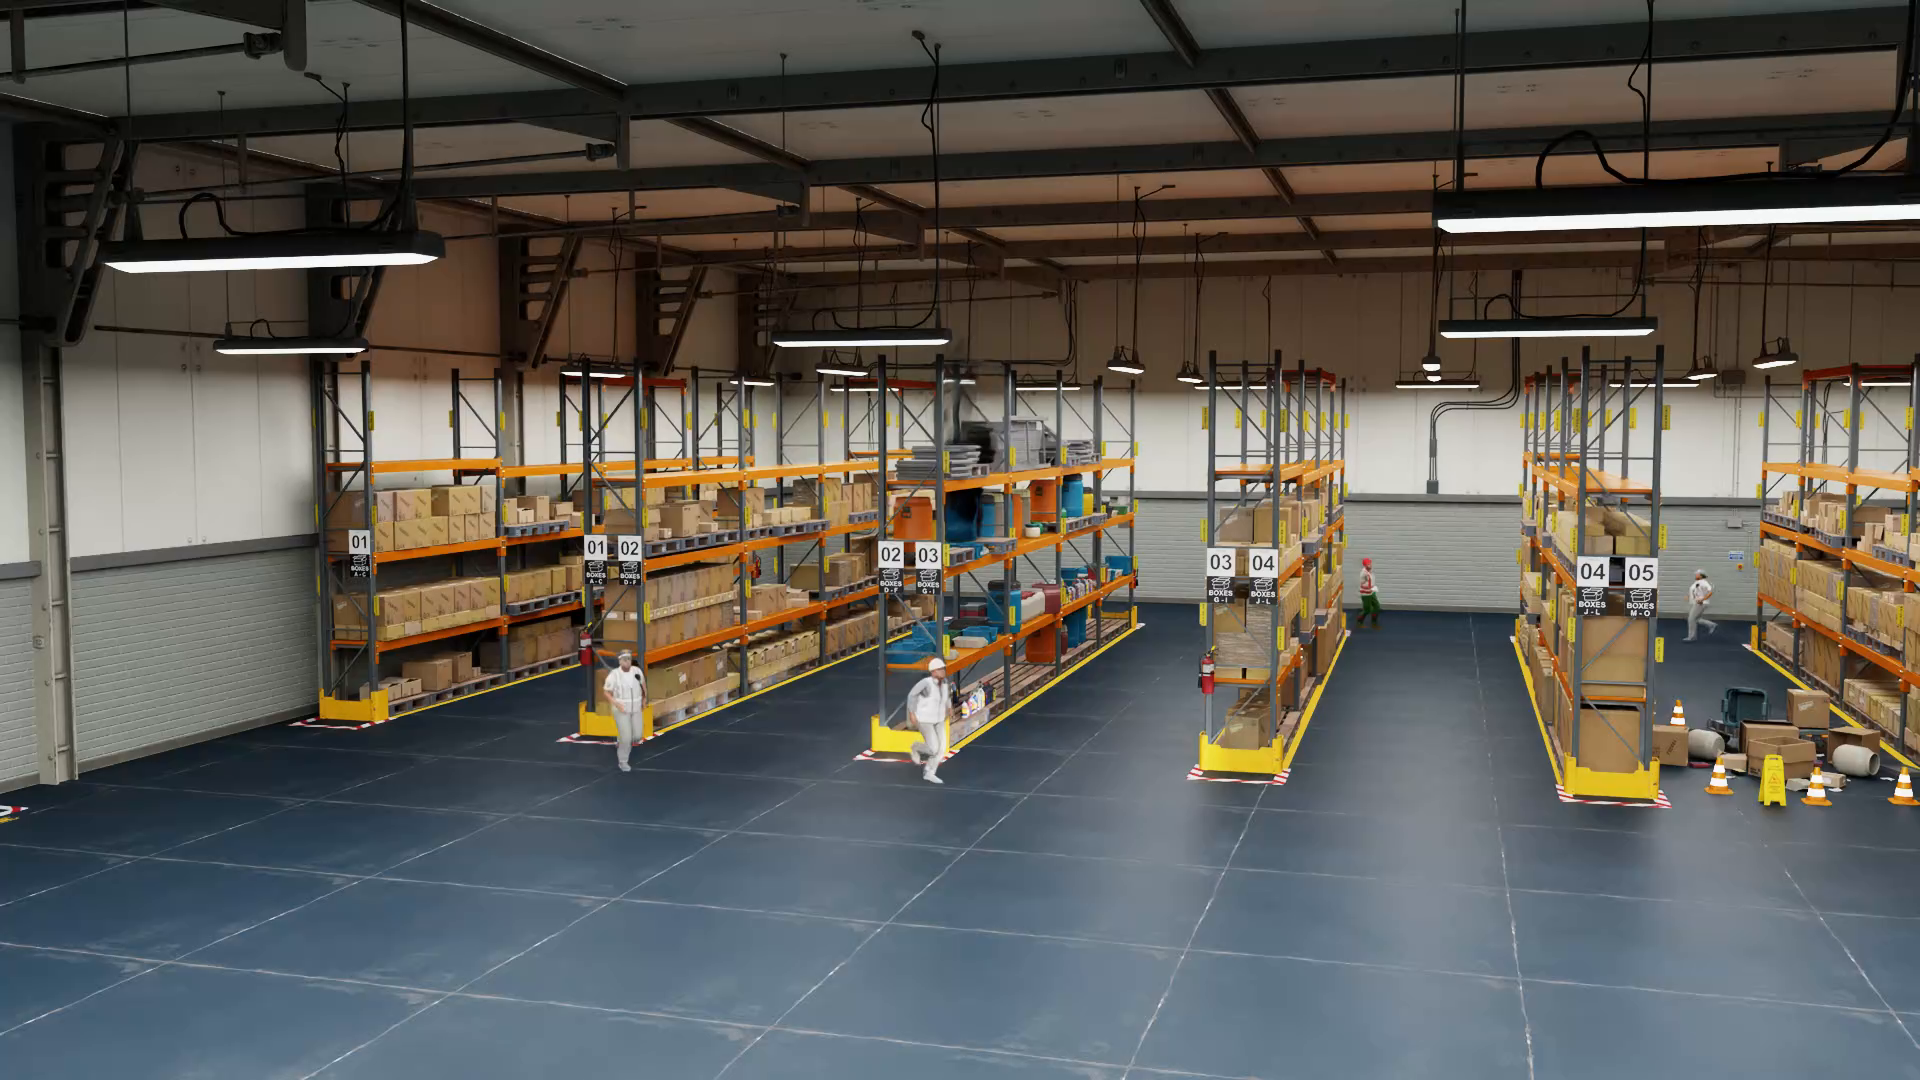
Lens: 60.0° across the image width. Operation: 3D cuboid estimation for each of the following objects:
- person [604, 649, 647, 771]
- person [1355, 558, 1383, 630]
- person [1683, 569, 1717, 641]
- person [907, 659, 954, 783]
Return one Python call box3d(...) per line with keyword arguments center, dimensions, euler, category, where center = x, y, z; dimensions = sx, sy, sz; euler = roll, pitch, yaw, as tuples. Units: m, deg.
box3d(center=(-4.814, 2.431, 23.980), dimensions=(0.677, 1.754, 0.647), euler=(-3, 5, -36), category="person")
box3d(center=(9.782, 1.311, 39.779), dimensions=(0.700, 1.785, 0.762), euler=(3, 5, 34), category="person")
box3d(center=(16.911, 1.496, 37.937), dimensions=(0.769, 1.645, 0.607), euler=(0, 4, 6), category="person")
box3d(center=(-0.406, 2.507, 23.154), dimensions=(0.692, 1.731, 0.688), euler=(-4, 6, -43), category="person")
